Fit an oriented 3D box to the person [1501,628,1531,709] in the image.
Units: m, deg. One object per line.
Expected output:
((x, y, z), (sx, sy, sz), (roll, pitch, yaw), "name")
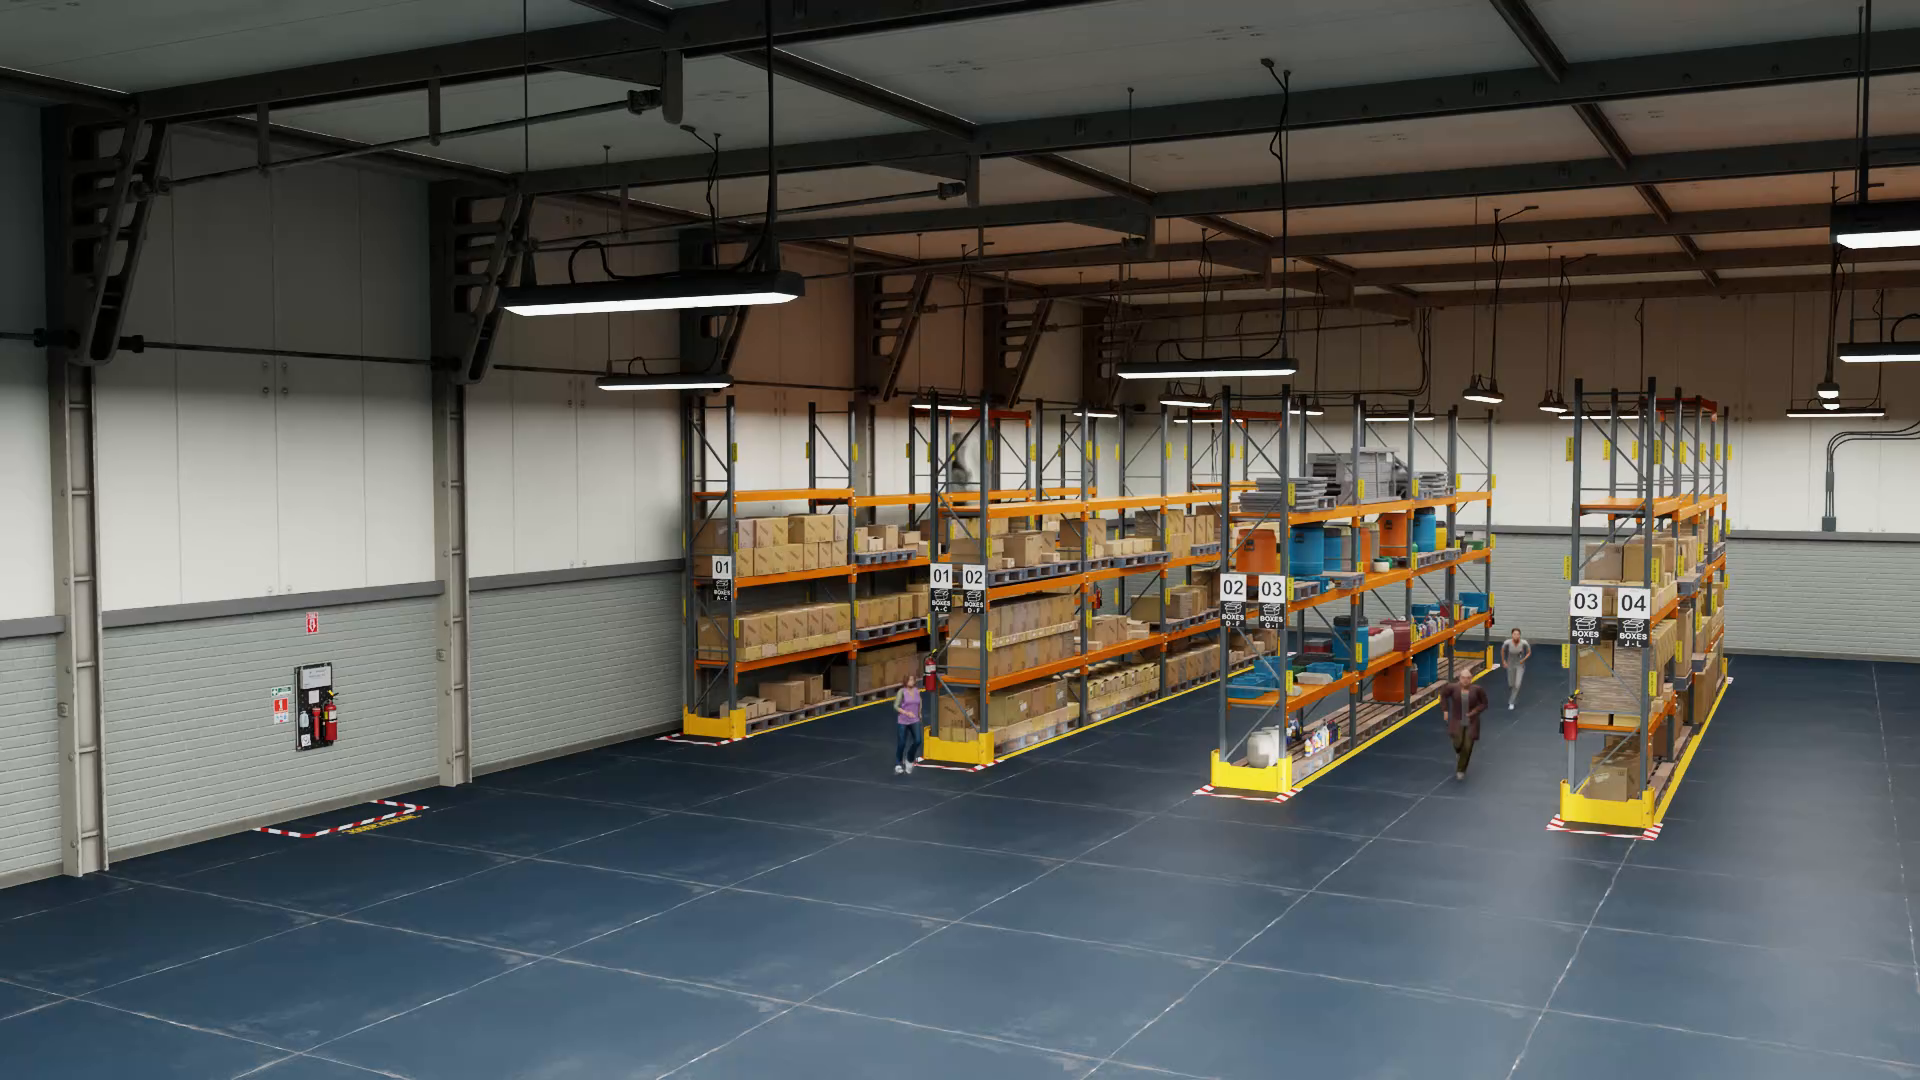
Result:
((10.909, 2.507, 32.641), (0.557, 1.605, 0.736), (1, 3, 16), "person")

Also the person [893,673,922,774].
((-0.781, 2.847, 25.815), (0.563, 1.573, 0.633), (-1, 3, -24), "person")

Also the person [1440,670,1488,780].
((7.716, 2.822, 25.469), (0.697, 1.706, 0.779), (1, 3, 15), "person")
